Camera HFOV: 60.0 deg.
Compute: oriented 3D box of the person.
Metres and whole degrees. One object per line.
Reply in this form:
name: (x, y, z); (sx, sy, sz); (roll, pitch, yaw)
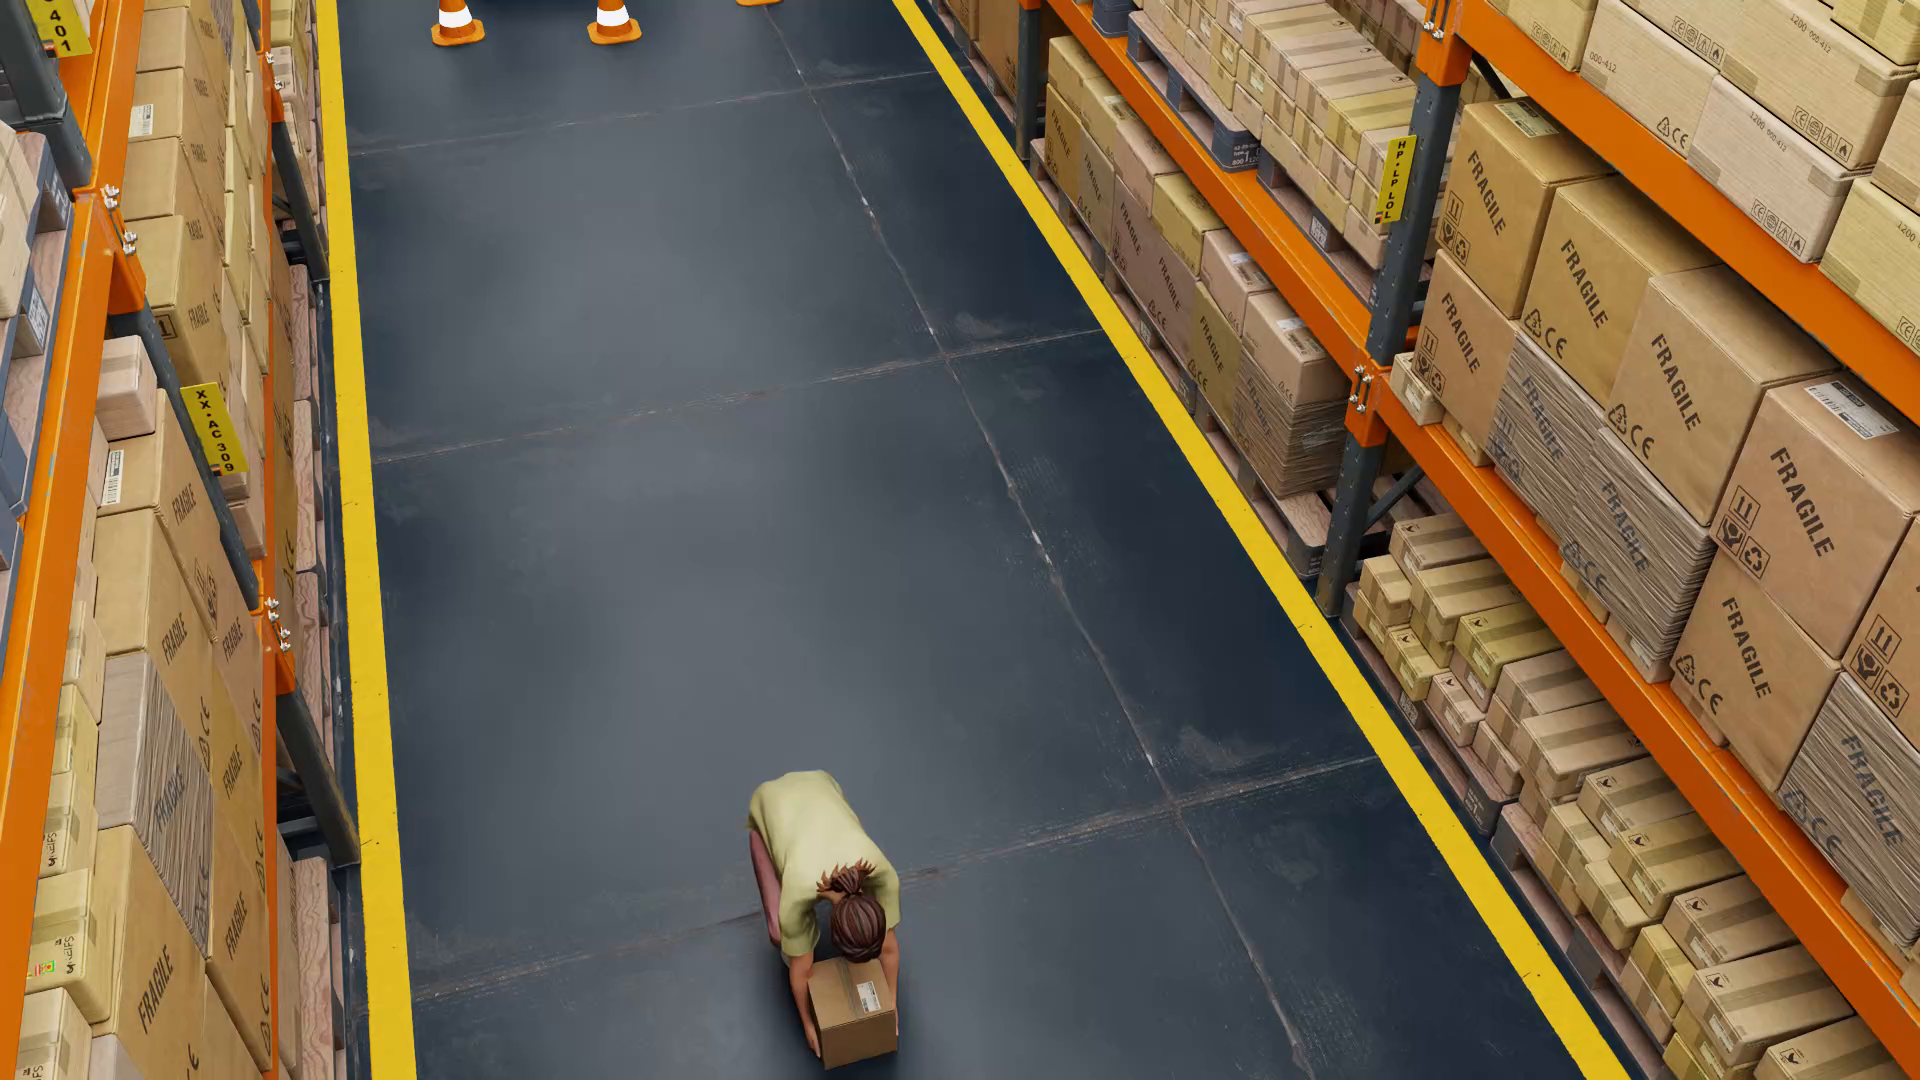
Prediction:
person: (-0.443, 1.187, 5.576); (0.455, 0.770, 0.856); (-13, 44, -14)
